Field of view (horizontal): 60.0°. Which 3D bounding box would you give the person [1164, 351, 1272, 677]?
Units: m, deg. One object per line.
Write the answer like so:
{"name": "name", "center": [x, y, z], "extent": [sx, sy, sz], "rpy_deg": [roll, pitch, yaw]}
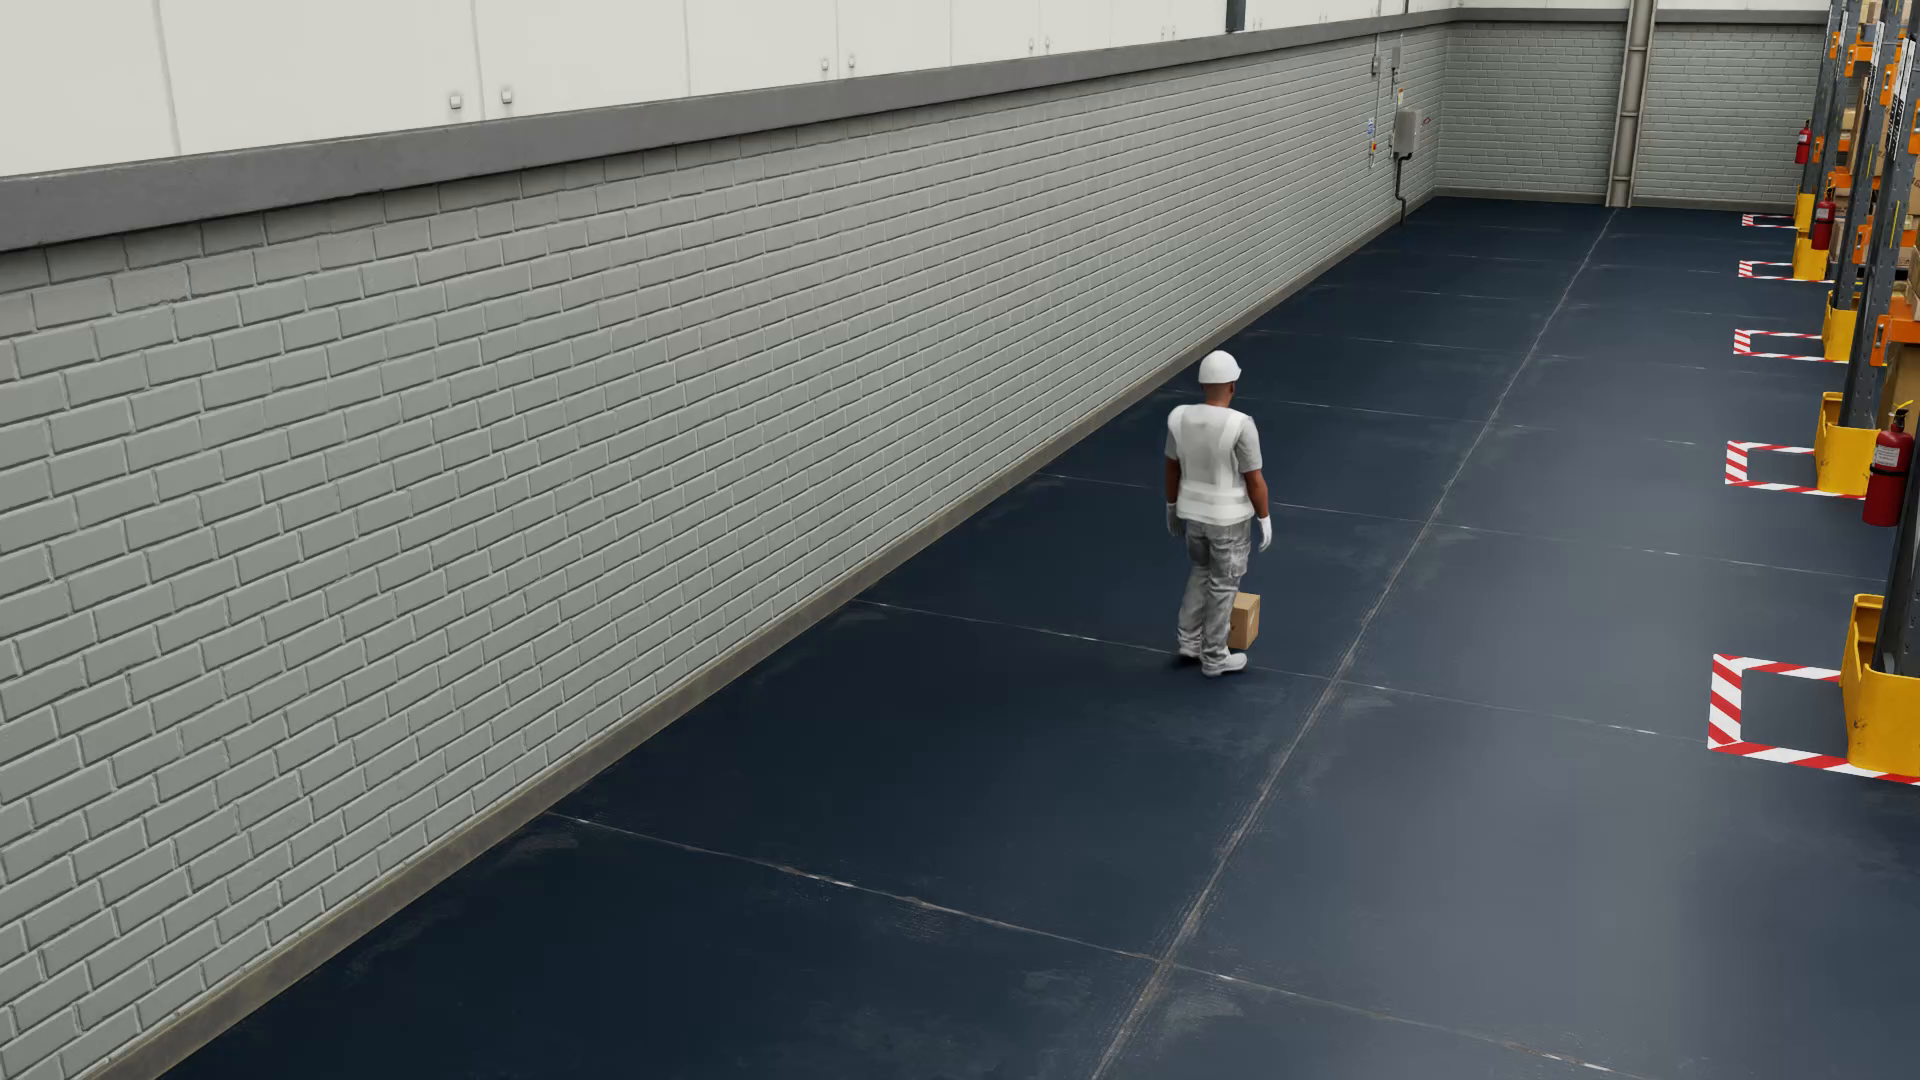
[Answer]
{"name": "person", "center": [1.392, -0.117, 8.907], "extent": [0.592, 1.823, 0.426], "rpy_deg": [17, 25, 41]}
